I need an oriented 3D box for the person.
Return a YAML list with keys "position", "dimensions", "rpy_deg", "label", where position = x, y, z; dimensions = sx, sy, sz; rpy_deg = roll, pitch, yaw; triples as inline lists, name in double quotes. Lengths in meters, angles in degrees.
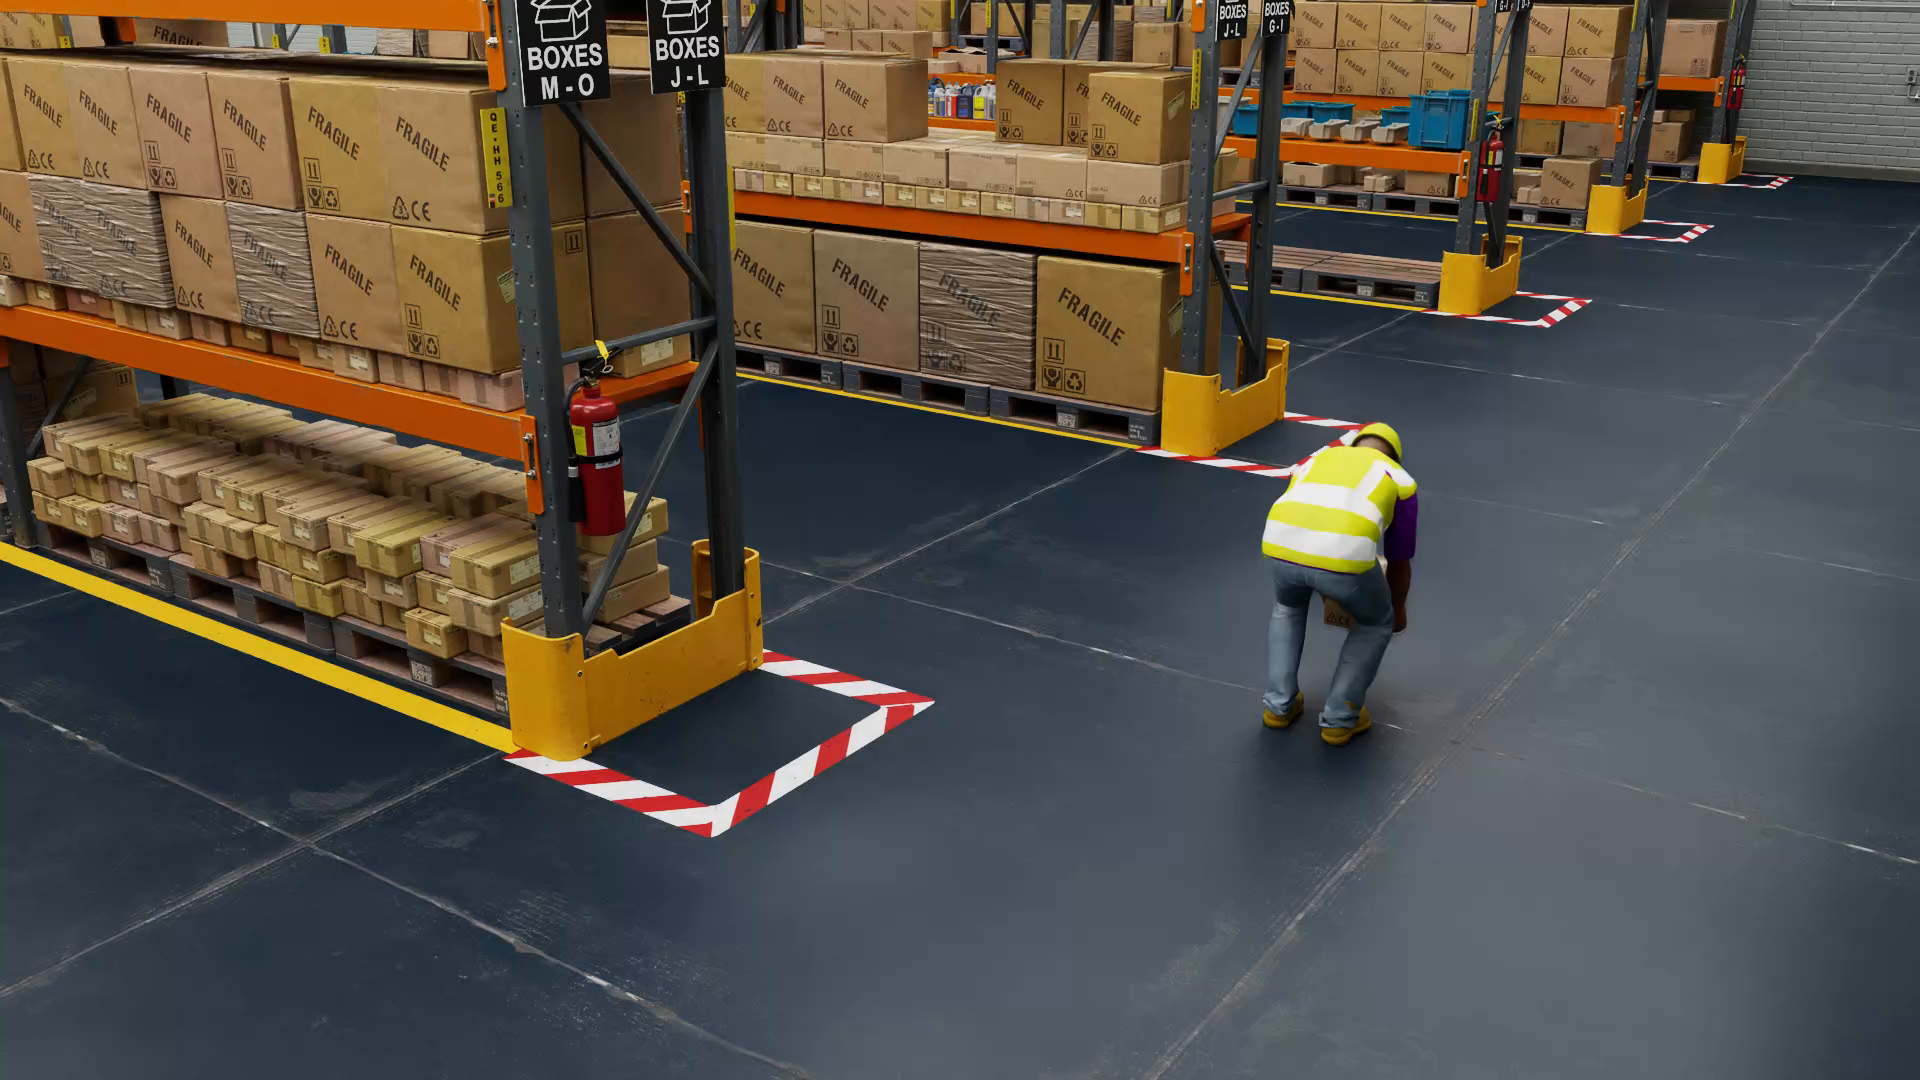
- position: [1.499, 0.157, 6.580]
  dimensions: [0.510, 1.102, 0.964]
  rpy_deg: [12, 23, 29]
  label: "person"
